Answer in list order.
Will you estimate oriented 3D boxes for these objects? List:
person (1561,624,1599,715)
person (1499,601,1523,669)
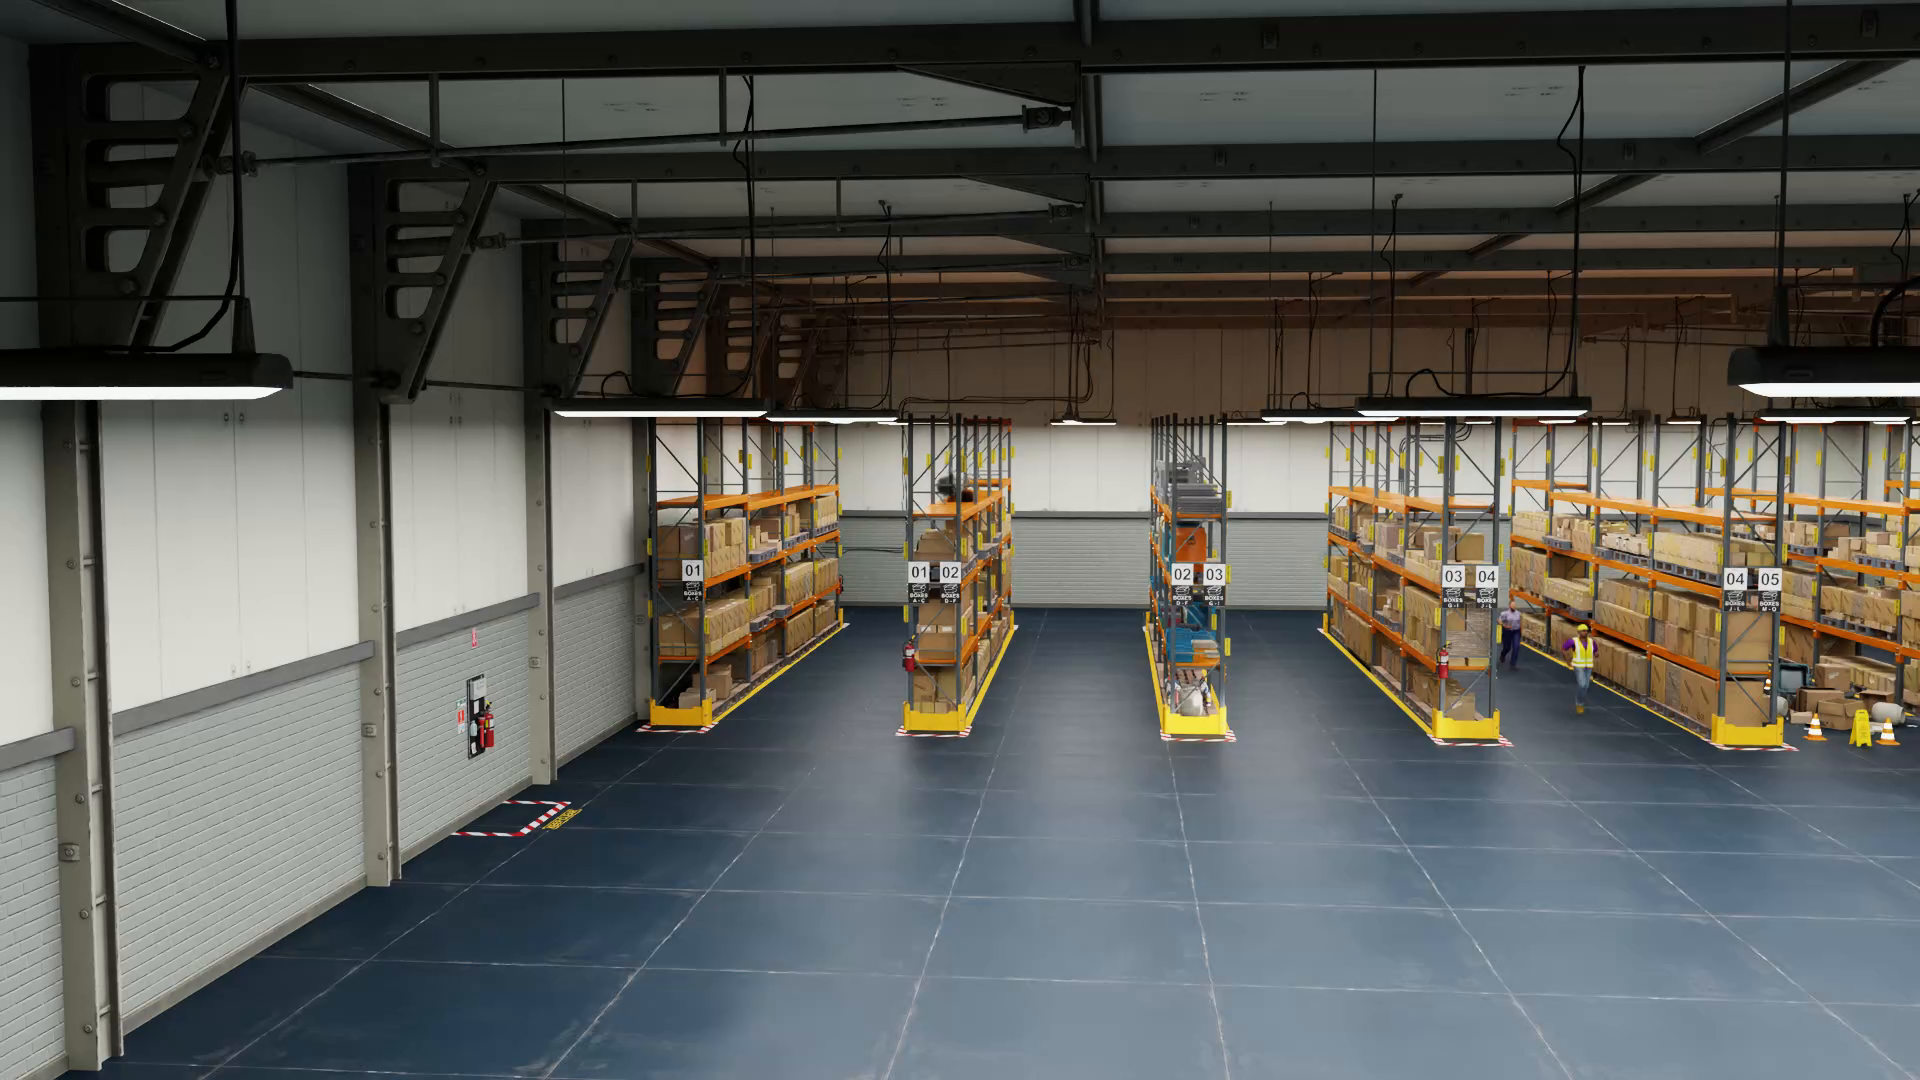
[{"bbox_3d":[12.516,2.598,33.419,0.674,1.815,0.702,0,4,-7],"label":"person"},{"bbox_3d":[13.174,2.244,39.751,0.616,1.609,0.679,0,4,-2],"label":"person"}]
